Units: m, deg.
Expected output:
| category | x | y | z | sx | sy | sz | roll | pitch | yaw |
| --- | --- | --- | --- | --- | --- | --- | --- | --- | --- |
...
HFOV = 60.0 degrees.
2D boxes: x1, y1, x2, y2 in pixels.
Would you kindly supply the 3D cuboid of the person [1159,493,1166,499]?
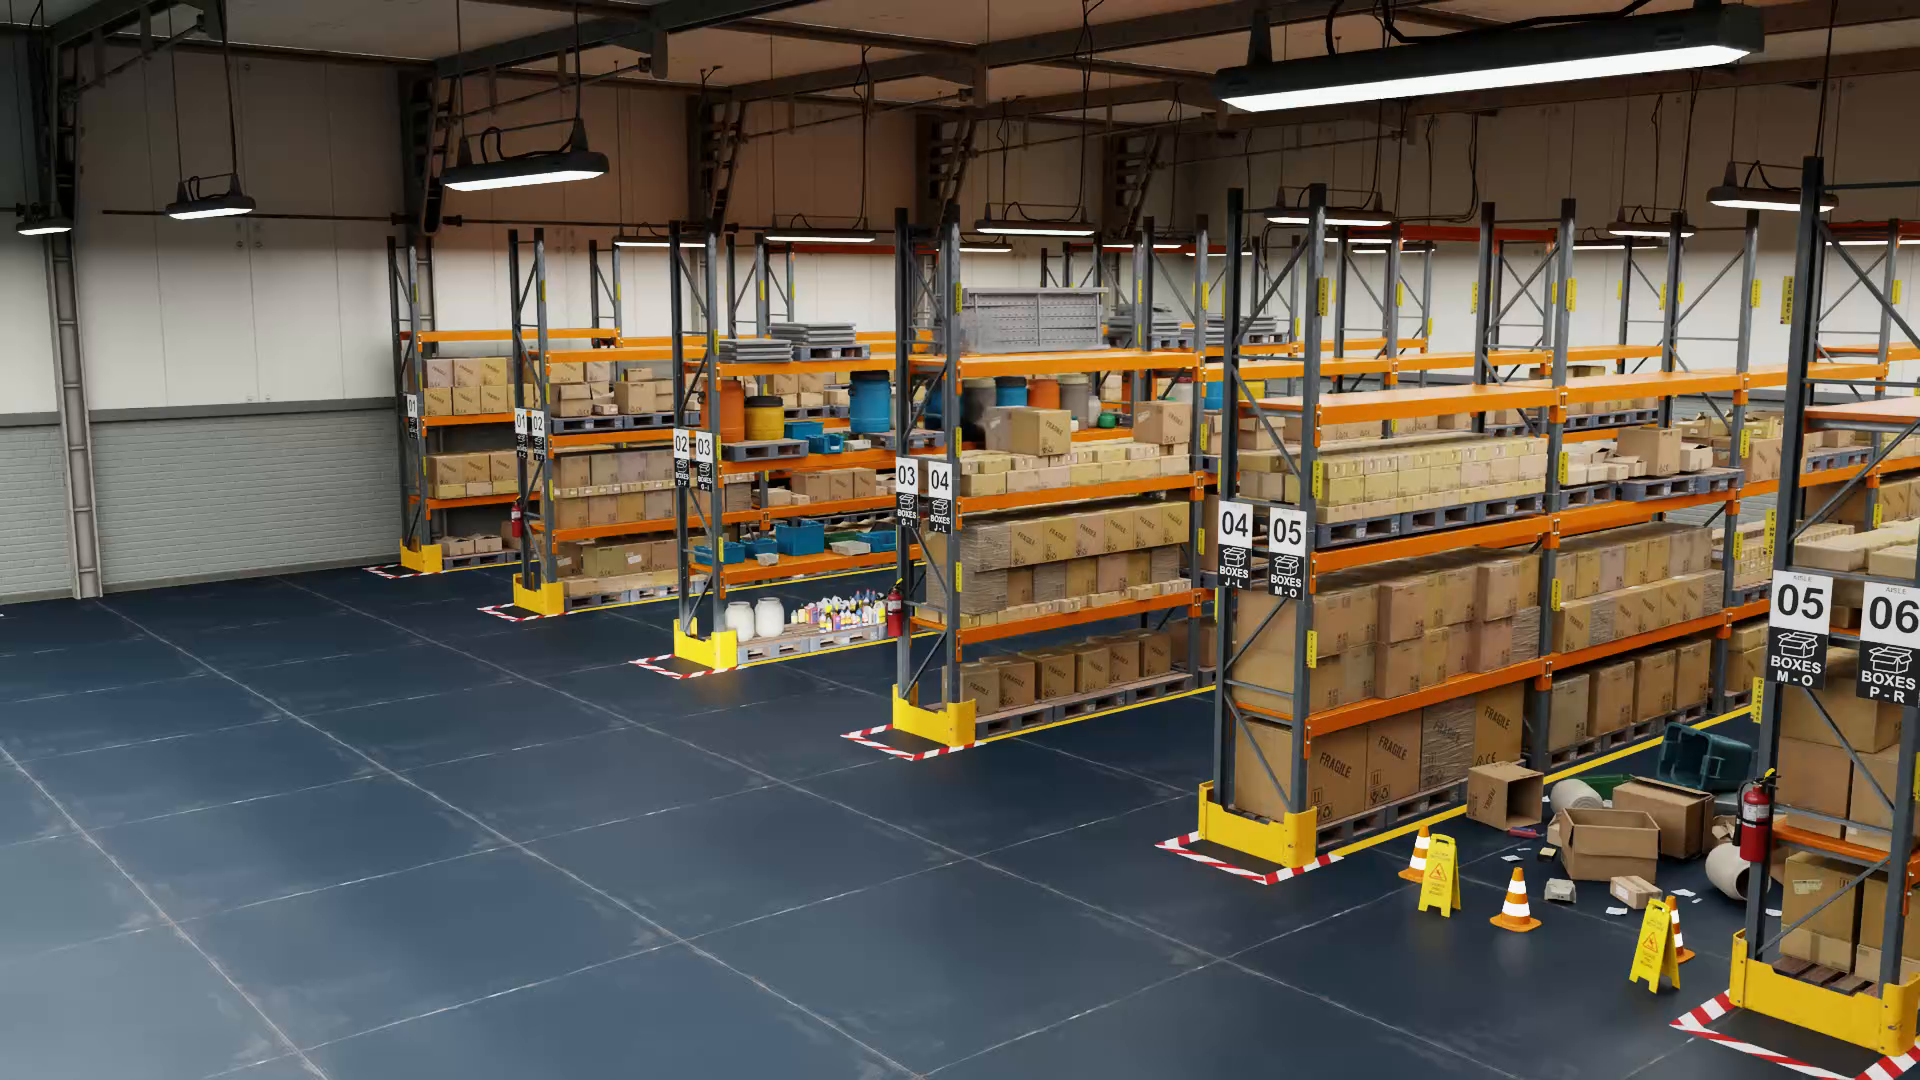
| category | x | y | z | sx | sy | sz | roll | pitch | yaw |
| --- | --- | --- | --- | --- | --- | --- | --- | --- | --- |
| person | 3.194 | 0.125 | 25.543 | 0.758 | 1.728 | 0.571 | -8 | 12 | -41 |
